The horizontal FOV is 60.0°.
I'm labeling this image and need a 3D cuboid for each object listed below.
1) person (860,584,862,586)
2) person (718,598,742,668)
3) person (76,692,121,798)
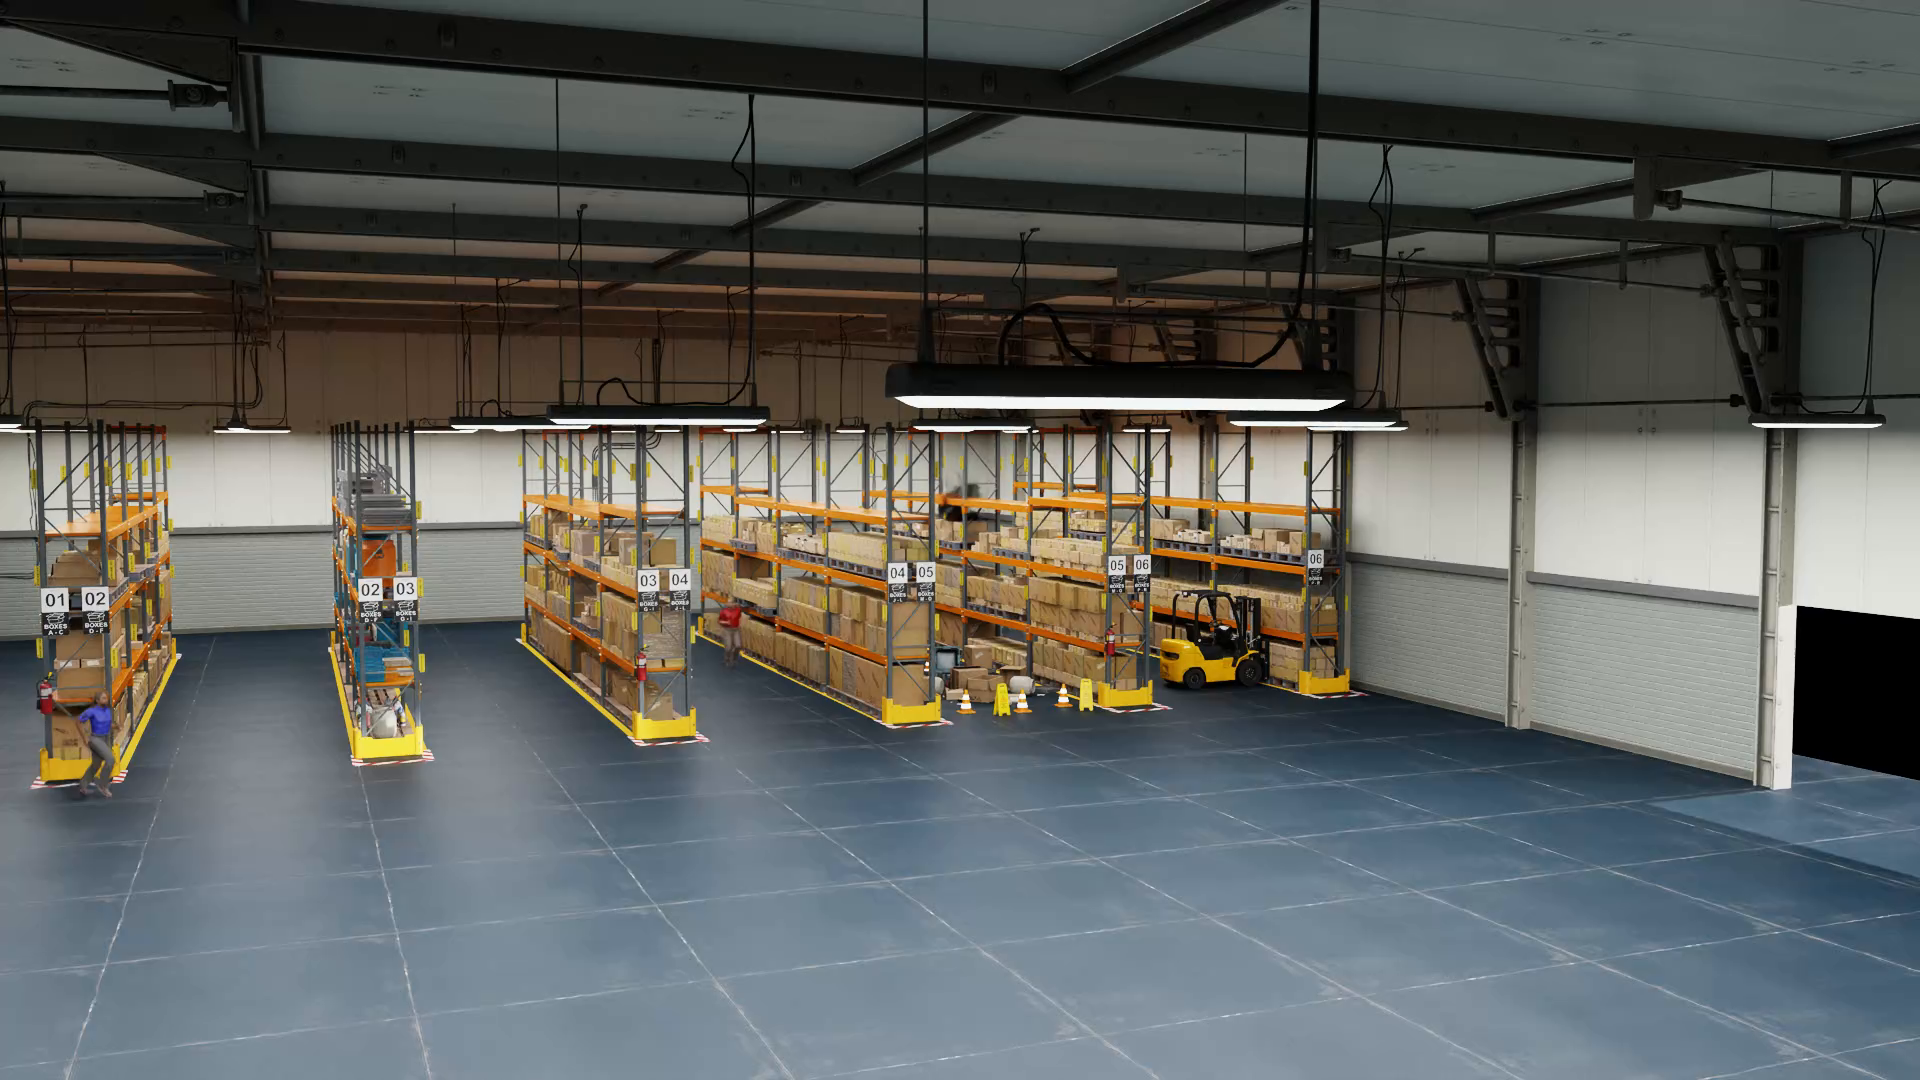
[{"bbox_3d":[-2.969,1.748,51.376,0.509,1.542,0.591,0,4,3],"label":"person"},{"bbox_3d":[-5.627,2.315,41.038,0.644,1.740,0.660,-2,4,-24],"label":"person"},{"bbox_3d":[-13.698,3.241,26.473,0.707,1.661,0.565,0,4,5],"label":"person"}]
